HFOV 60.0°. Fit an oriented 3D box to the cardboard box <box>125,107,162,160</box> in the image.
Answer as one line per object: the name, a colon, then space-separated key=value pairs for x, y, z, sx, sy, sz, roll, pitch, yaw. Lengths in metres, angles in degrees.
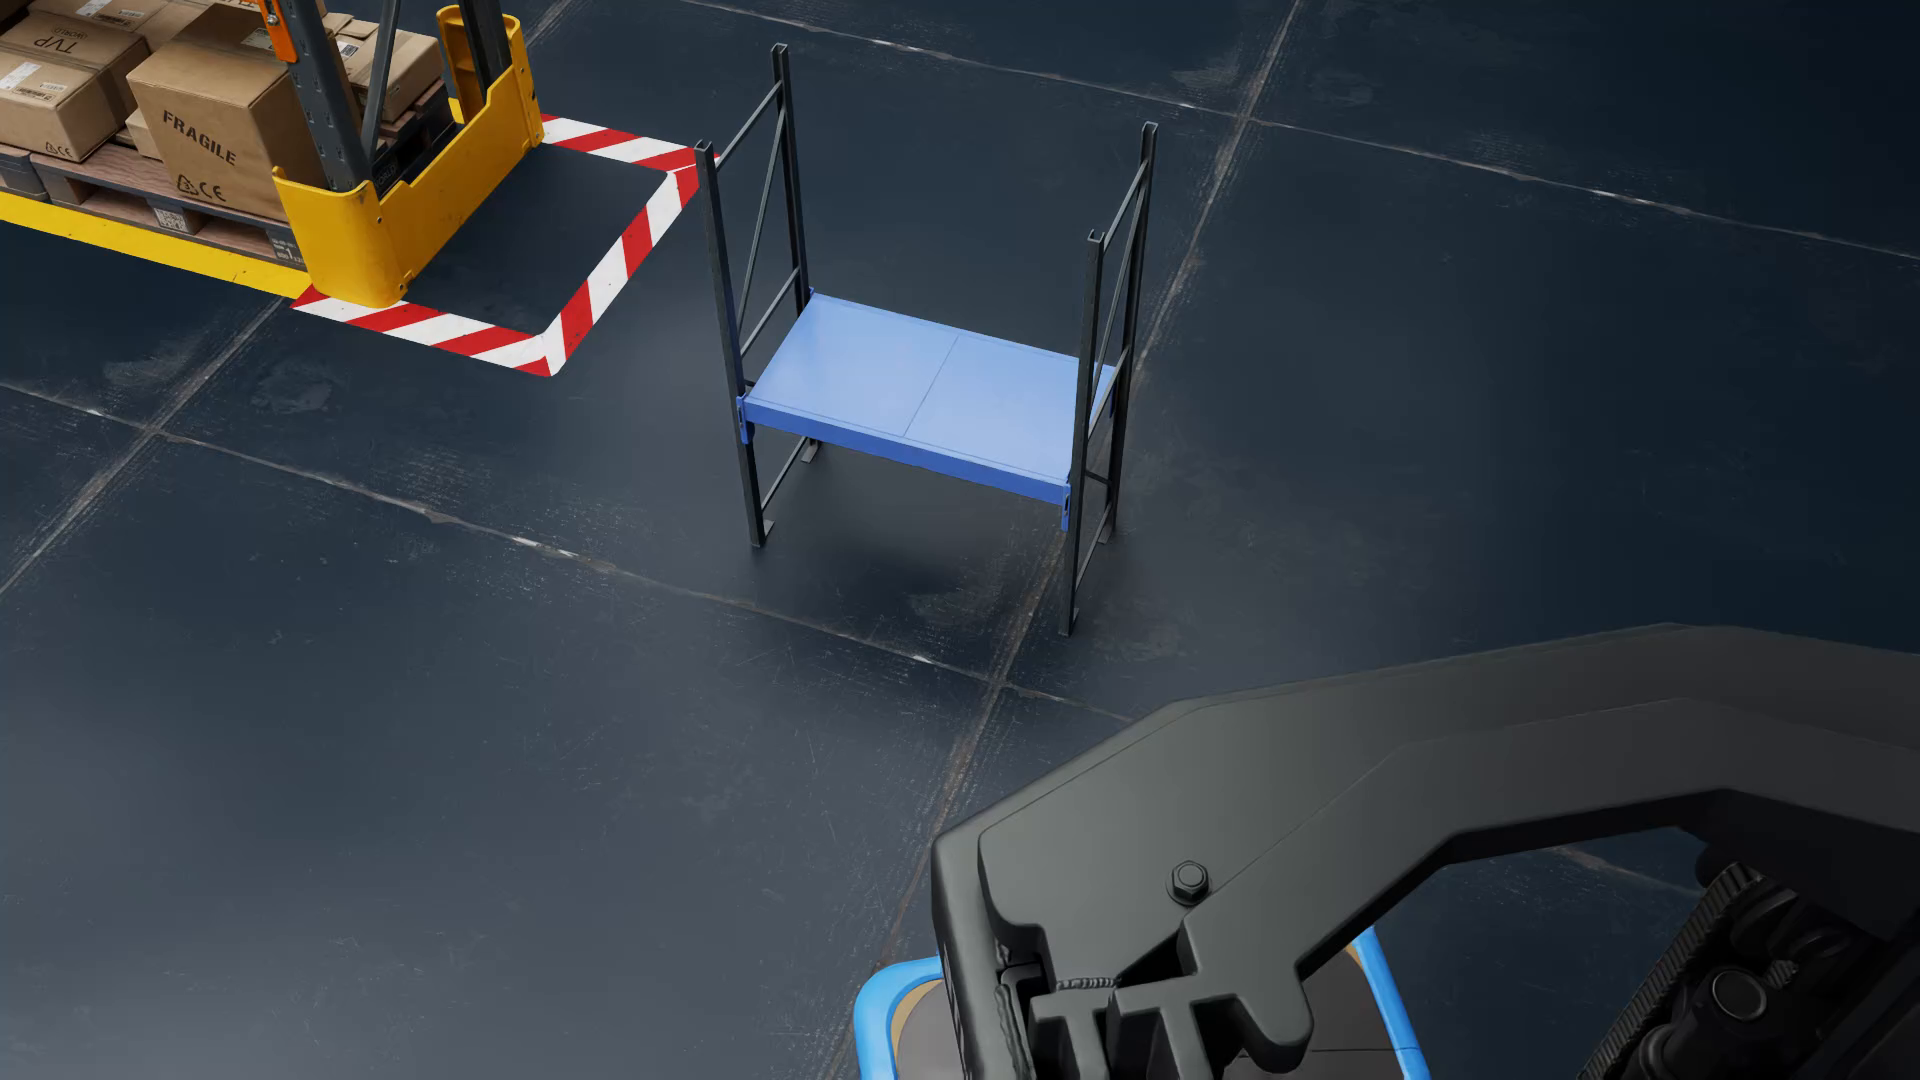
cardboard box: x=-2.879 y=-1.591 z=6.228 sx=0.250 sy=0.166 sz=0.380 roll=16 pitch=51 yaw=13

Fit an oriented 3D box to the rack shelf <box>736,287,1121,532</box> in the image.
rack shelf: x=-0.080 y=-0.396 z=4.839 sx=1.000 sy=0.185 sz=0.538 roll=16 pitch=51 yaw=13

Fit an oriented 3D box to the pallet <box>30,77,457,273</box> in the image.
pallet: x=-2.754 y=-1.552 z=6.456 sx=1.213 sy=0.211 sz=1.003 roll=16 pitch=51 yaw=13

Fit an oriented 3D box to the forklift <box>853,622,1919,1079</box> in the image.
forklift: x=0.565 y=1.584 z=1.937 sx=1.130 sy=2.935 sz=3.031 roll=-8 pitch=50 yaw=-7

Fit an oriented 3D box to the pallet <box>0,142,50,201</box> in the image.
pallet: x=-3.895 y=-1.873 z=6.734 sx=1.213 sy=0.211 sz=1.003 roll=16 pitch=51 yaw=13

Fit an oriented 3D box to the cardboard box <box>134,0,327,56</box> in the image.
cardboard box: x=-2.815 y=-1.955 z=6.488 sx=0.500 sy=0.250 sz=0.500 roll=16 pitch=51 yaw=13

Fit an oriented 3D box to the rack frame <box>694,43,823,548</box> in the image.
rack frame: x=-0.557 y=-0.647 z=4.818 sx=0.032 sy=1.500 sz=0.500 roll=16 pitch=51 yaw=13

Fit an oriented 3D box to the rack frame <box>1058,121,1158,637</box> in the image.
rack frame: x=0.397 y=-0.380 z=4.587 sx=0.032 sy=1.500 sz=0.500 roll=16 pitch=51 yaw=13

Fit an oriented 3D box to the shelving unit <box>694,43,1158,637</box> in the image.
shelving unit: x=-0.080 y=-0.514 z=4.703 sx=1.048 sy=1.500 sz=0.538 roll=16 pitch=51 yaw=13

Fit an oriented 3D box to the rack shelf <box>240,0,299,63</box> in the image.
rack shelf: x=-3.811 y=-2.526 z=5.930 sx=4.000 sy=0.370 sz=1.077 roll=16 pitch=51 yaw=13

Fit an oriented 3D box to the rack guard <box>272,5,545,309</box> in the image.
rack guard: x=-2.006 y=-1.439 z=6.166 sx=0.348 sy=0.500 sz=1.175 roll=16 pitch=51 yaw=13

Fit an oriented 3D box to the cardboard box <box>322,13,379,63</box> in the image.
cardboard box: x=-2.443 y=-1.872 z=6.472 sx=0.250 sy=0.166 sz=0.380 roll=16 pitch=51 yaw=13

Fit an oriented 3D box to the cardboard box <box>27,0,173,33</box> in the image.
cardboard box: x=-3.284 y=-2.086 z=6.602 sx=0.500 sy=0.250 sz=0.500 roll=16 pitch=51 yaw=13

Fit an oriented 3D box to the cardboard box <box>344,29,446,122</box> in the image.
cardboard box: x=-2.208 y=-1.801 z=6.421 sx=0.250 sy=0.149 sz=0.380 roll=16 pitch=51 yaw=13

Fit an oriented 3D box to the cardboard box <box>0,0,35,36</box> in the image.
cardboard box: x=-3.923 y=-2.123 z=6.466 sx=0.637 sy=0.503 sz=0.797 roll=16 pitch=51 yaw=13

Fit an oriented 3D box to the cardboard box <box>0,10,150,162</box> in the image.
cardboard box: x=-3.411 y=-1.719 z=6.283 sx=0.500 sy=0.250 sz=0.500 roll=16 pitch=51 yaw=13

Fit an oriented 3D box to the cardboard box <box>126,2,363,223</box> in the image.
cardboard box: x=-2.530 y=-1.531 z=5.955 sx=0.500 sy=0.500 sz=0.500 roll=16 pitch=51 yaw=13

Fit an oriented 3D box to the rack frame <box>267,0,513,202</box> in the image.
rack frame: x=-1.935 y=-2.237 z=5.204 sx=0.127 sy=3.000 sz=1.000 roll=16 pitch=51 yaw=13
